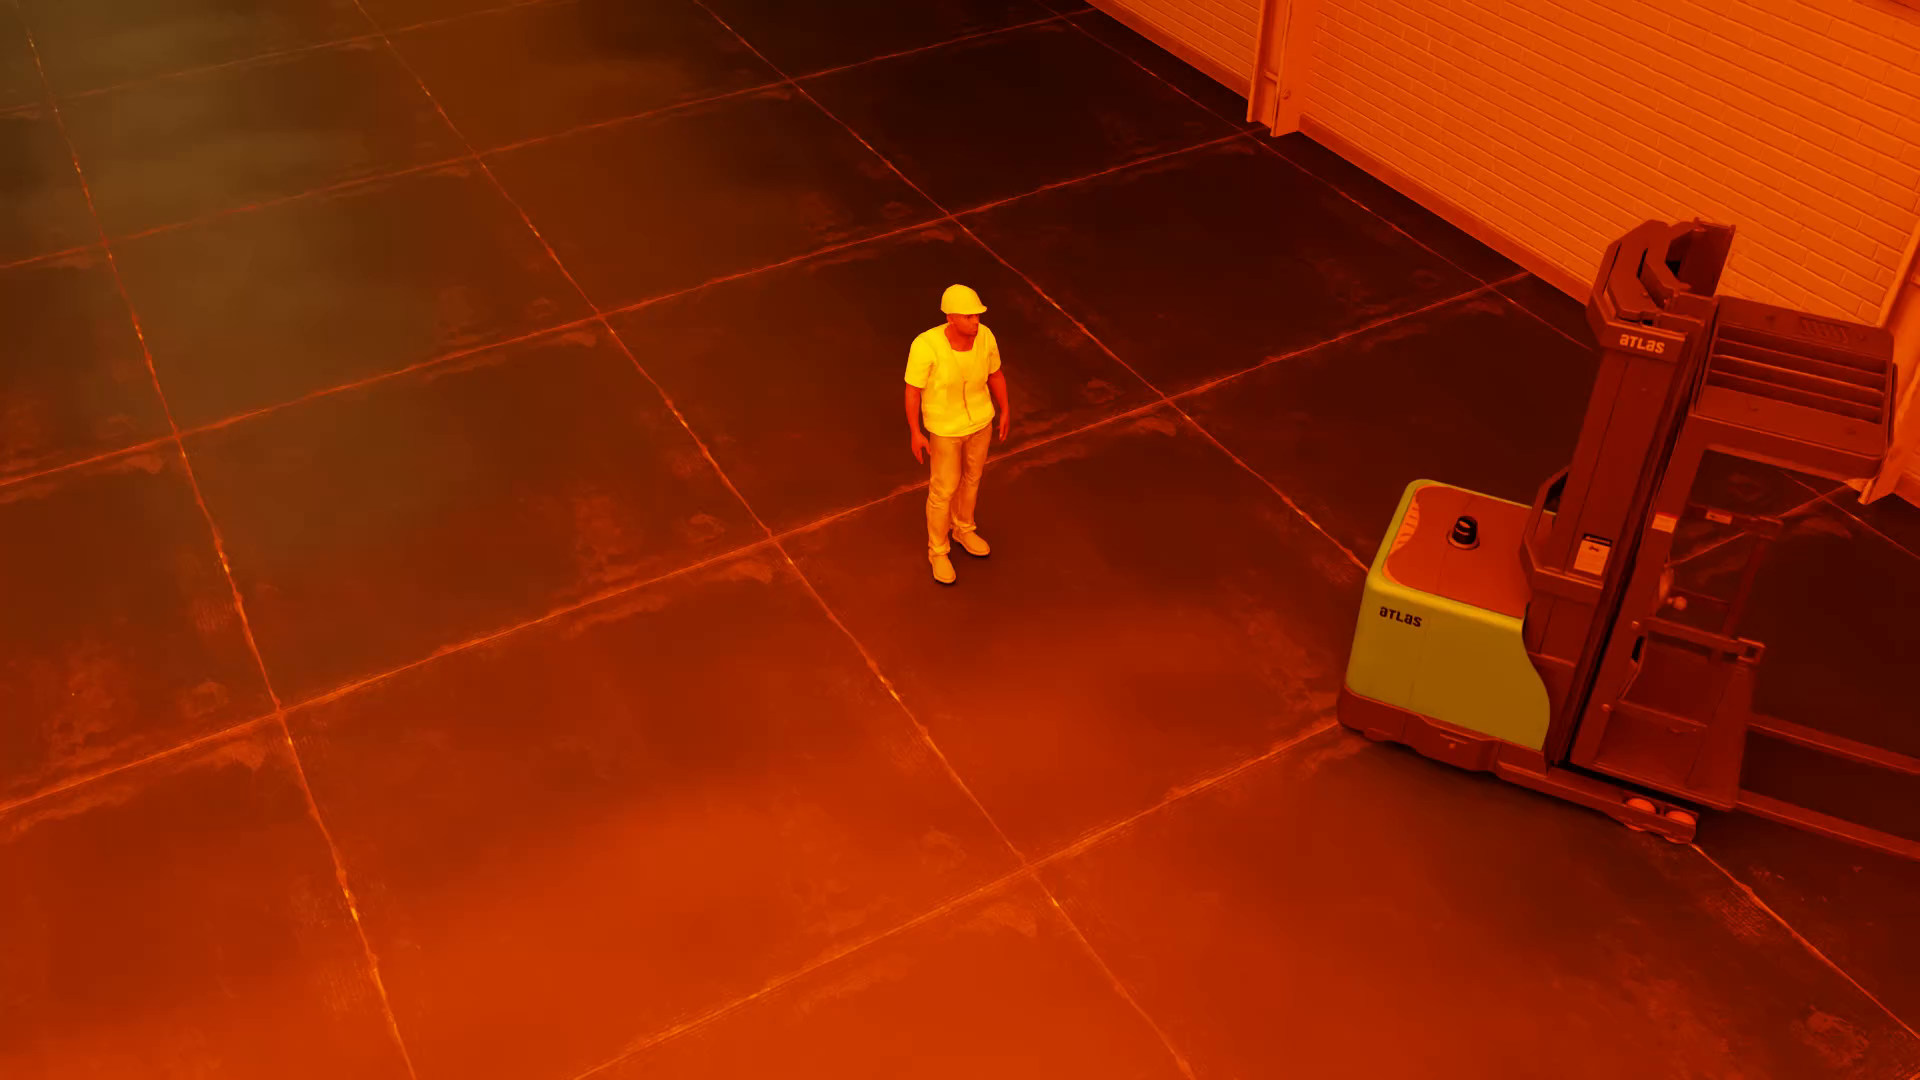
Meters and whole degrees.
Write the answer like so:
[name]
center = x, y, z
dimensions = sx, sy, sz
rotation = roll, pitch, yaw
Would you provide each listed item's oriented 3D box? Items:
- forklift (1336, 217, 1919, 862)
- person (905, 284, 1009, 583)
[forklift]
center = 3.611, 0.026, 8.005
dimensions = 3.031, 2.935, 1.130
rotation = 17, 43, 19
[person]
center = 0.029, -0.645, 9.715
dimensions = 0.665, 1.765, 0.577
rotation = -20, 44, -23
